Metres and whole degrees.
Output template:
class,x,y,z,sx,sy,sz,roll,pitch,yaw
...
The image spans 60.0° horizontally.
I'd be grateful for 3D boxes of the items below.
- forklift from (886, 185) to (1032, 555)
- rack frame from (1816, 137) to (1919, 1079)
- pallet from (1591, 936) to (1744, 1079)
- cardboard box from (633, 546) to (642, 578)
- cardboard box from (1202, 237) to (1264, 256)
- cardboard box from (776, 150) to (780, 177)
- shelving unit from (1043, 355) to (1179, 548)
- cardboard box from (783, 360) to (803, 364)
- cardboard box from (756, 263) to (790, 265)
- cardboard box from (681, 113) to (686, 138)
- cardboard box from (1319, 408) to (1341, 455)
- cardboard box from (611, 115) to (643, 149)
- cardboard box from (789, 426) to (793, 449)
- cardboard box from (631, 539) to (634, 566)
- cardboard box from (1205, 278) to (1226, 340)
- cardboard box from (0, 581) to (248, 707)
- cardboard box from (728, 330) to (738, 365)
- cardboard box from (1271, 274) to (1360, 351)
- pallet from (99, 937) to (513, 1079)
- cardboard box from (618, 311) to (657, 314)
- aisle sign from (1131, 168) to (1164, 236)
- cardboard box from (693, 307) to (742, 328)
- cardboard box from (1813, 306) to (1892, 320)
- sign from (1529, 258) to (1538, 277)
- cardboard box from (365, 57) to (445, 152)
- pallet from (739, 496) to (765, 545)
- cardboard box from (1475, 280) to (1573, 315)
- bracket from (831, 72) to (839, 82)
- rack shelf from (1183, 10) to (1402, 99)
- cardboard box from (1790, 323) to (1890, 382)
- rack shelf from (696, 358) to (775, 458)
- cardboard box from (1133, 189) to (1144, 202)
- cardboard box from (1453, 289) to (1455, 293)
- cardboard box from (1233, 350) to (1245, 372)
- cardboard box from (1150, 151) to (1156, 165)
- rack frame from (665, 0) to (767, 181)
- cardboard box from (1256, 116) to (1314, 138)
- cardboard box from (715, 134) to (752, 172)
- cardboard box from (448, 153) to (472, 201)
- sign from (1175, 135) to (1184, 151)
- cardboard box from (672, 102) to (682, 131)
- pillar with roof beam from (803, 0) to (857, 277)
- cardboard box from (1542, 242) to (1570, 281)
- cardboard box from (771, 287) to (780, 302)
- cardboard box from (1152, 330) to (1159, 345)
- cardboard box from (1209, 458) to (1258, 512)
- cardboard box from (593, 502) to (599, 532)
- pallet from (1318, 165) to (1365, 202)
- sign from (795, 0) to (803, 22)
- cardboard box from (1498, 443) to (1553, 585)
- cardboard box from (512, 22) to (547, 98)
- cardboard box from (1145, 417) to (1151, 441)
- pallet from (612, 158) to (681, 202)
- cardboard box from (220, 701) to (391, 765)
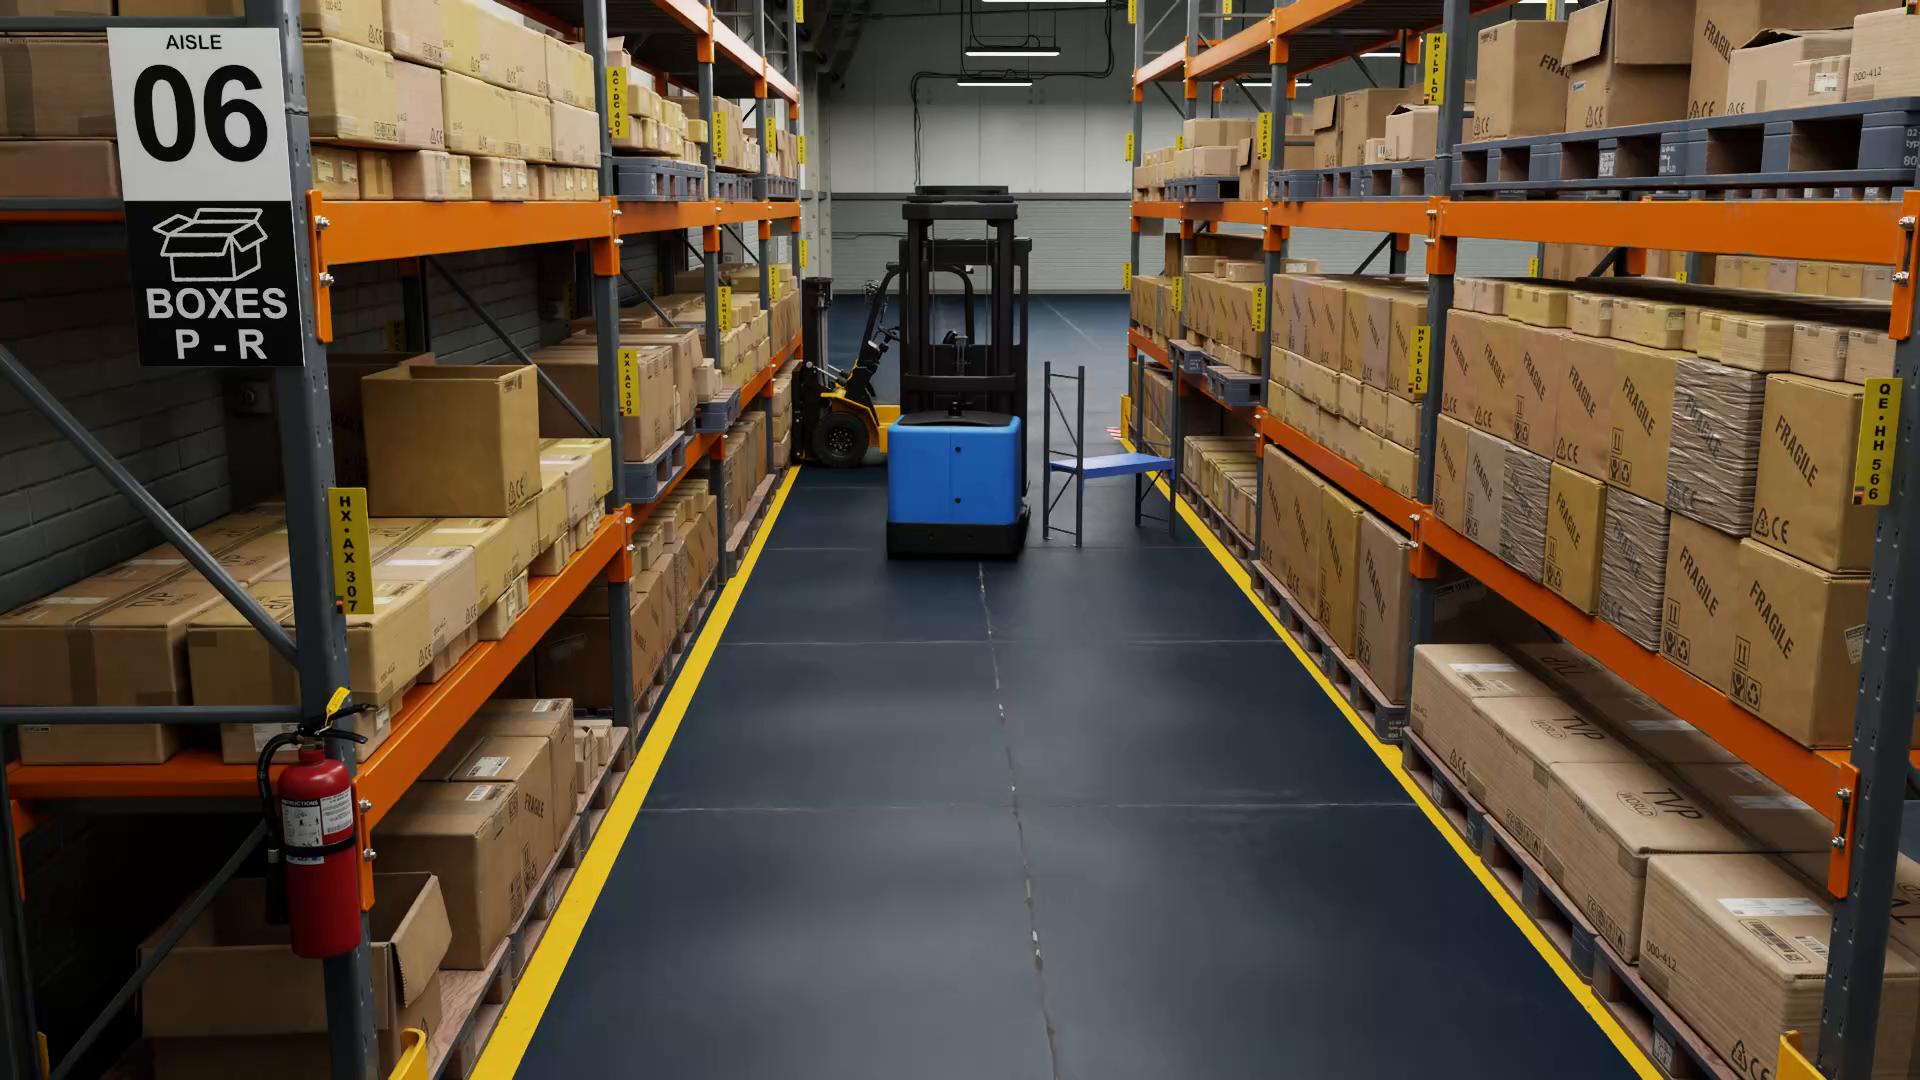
class,x,y,z,sx,sy,sz,roll,pitch,yaw
forklift,0.052,-1.560,14.379,1.130,2.935,3.031,1,12,5
rack frame,2.882,0.435,4.370,1.000,3.000,0.127,0,11,-1
pallet,2.788,1.643,5.430,1.003,0.211,1.213,0,11,-1
cardboard box,-2.023,0.130,9.474,0.380,0.149,0.250,0,11,-2
cardboard box,2.853,-2.825,16.926,0.700,0.500,0.500,0,11,-1
cardboard box,-2.055,-3.884,17.148,0.396,0.266,0.258,-1,11,-2
shelving unit,1.277,-0.770,14.080,1.048,1.500,0.538,-8,14,-33
cardboard box,-2.090,-1.982,19.631,0.500,0.250,0.500,0,11,1
cardboard box,-2.193,-3.167,19.493,0.380,0.149,0.250,0,11,-1
cardboard box,-1.923,-2.597,10.397,0.380,0.149,0.250,0,11,-2
cardboard box,2.523,-0.679,10.239,0.500,0.250,0.500,0,11,-1
cardboard box,-1.771,-2.002,8.161,0.380,0.149,0.250,0,11,0
cardboard box,-2.059,-1.088,17.737,0.500,0.250,0.500,0,11,0
cardboard box,-1.958,0.093,8.909,0.380,0.149,0.250,-1,11,-4
cardboard box,2.386,-1.957,14.103,0.500,0.500,0.500,-1,11,-3
cardboard box,-2.355,0.294,4.697,0.500,0.250,0.500,0,11,1
cardboard box,-2.020,-1.494,13.000,0.500,0.250,0.500,0,11,1
cardboard box,2.483,-1.595,11.611,0.500,0.500,0.500,-1,11,-3
pallet,-2.099,1.649,5.399,1.003,0.211,1.213,0,11,-1
cardboard box,-2.591,-1.717,13.093,0.380,0.149,0.250,0,11,-2
aisle sign,2.240,-4.031,19.844,0.394,0.787,0.004,0,11,-1
cardboard box,-1.995,-1.822,13.613,0.380,0.149,0.250,0,11,0
cardboard box,3.103,-0.702,5.576,0.380,0.149,0.250,0,11,-1
sign,6.944,-3.248,20.148,0.100,0.325,0.005,0,11,-1
cardboard box,-1.847,-1.276,4.891,0.500,0.250,0.500,0,11,0
pallet,-2.246,-0.173,14.382,1.003,0.211,1.213,0,11,-1
cardboard box,2.568,-1.102,7.551,0.380,0.149,0.250,0,11,0
bracket,-3.554,-13.169,47.284,0.235,0.232,0.430,0,11,-1
rack shelf,2.676,-3.944,13.683,1.077,0.370,4.000,0,11,-1
cardboard box,2.645,-0.543,4.792,0.380,0.149,0.250,0,11,0
rack shelf,-2.287,-1.179,14.136,1.077,0.370,4.000,0,11,-1
cardboard box,2.234,-4.025,19.443,0.380,0.149,0.250,0,11,-1
cardboard box,3.032,-1.188,9.607,0.500,0.500,0.500,-1,11,-3
cardboard box,2.347,-1.405,13.016,0.380,0.149,0.250,0,11,-2
cardboard box,2.275,-4.160,18.104,0.380,0.149,0.250,0,11,0
rack frame,-2.328,-4.869,15.428,1.000,3.000,0.127,0,11,-1
cardboard box,2.817,-3.480,14.189,0.500,0.250,0.500,0,11,0
cardboard box,-2.054,-3.315,14.227,0.500,0.311,0.500,-1,11,-3
cardboard box,-1.789,-1.160,5.321,0.380,0.149,0.250,0,11,-1
sign,2.092,-3.670,15.760,0.100,0.325,0.005,0,11,-1
cardboard box,-1.821,-2.454,9.640,0.380,0.149,0.250,0,11,-1
pillar with roof beam,0.511,-10.311,42.249,9.100,9.000,0.548,0,11,-1
cardboard box,7.467,-3.315,19.760,0.875,0.550,0.550,0,11,-1
cardboard box,-2.043,-2.513,17.019,0.380,0.149,0.250,0,11,0
cardboard box,2.282,-2.194,17.960,0.380,0.149,0.250,0,11,-1
cardboard box,2.682,-0.483,14.448,0.950,0.372,0.625,0,11,1
cardboard box,-1.877,-0.102,7.648,0.380,0.149,0.250,0,11,0
pallet,2.809,-2.183,10.204,1.003,0.211,1.213,0,11,1
sign,-1.868,-6.160,19.243,0.100,0.325,0.005,0,11,-1
cardboard box,2.558,-0.116,6.834,0.500,0.500,0.500,0,11,-1
cardboard box,-1.890,-1.825,6.339,0.500,0.250,0.500,0,11,0
cardboard box,2.319,-1.232,18.449,0.500,0.250,0.500,1,11,3
pallet,-2.106,-1.847,8.546,1.213,0.211,1.003,0,11,-1
cardboard box,-1.813,0.513,4.619,0.380,0.149,0.250,0,11,-2
